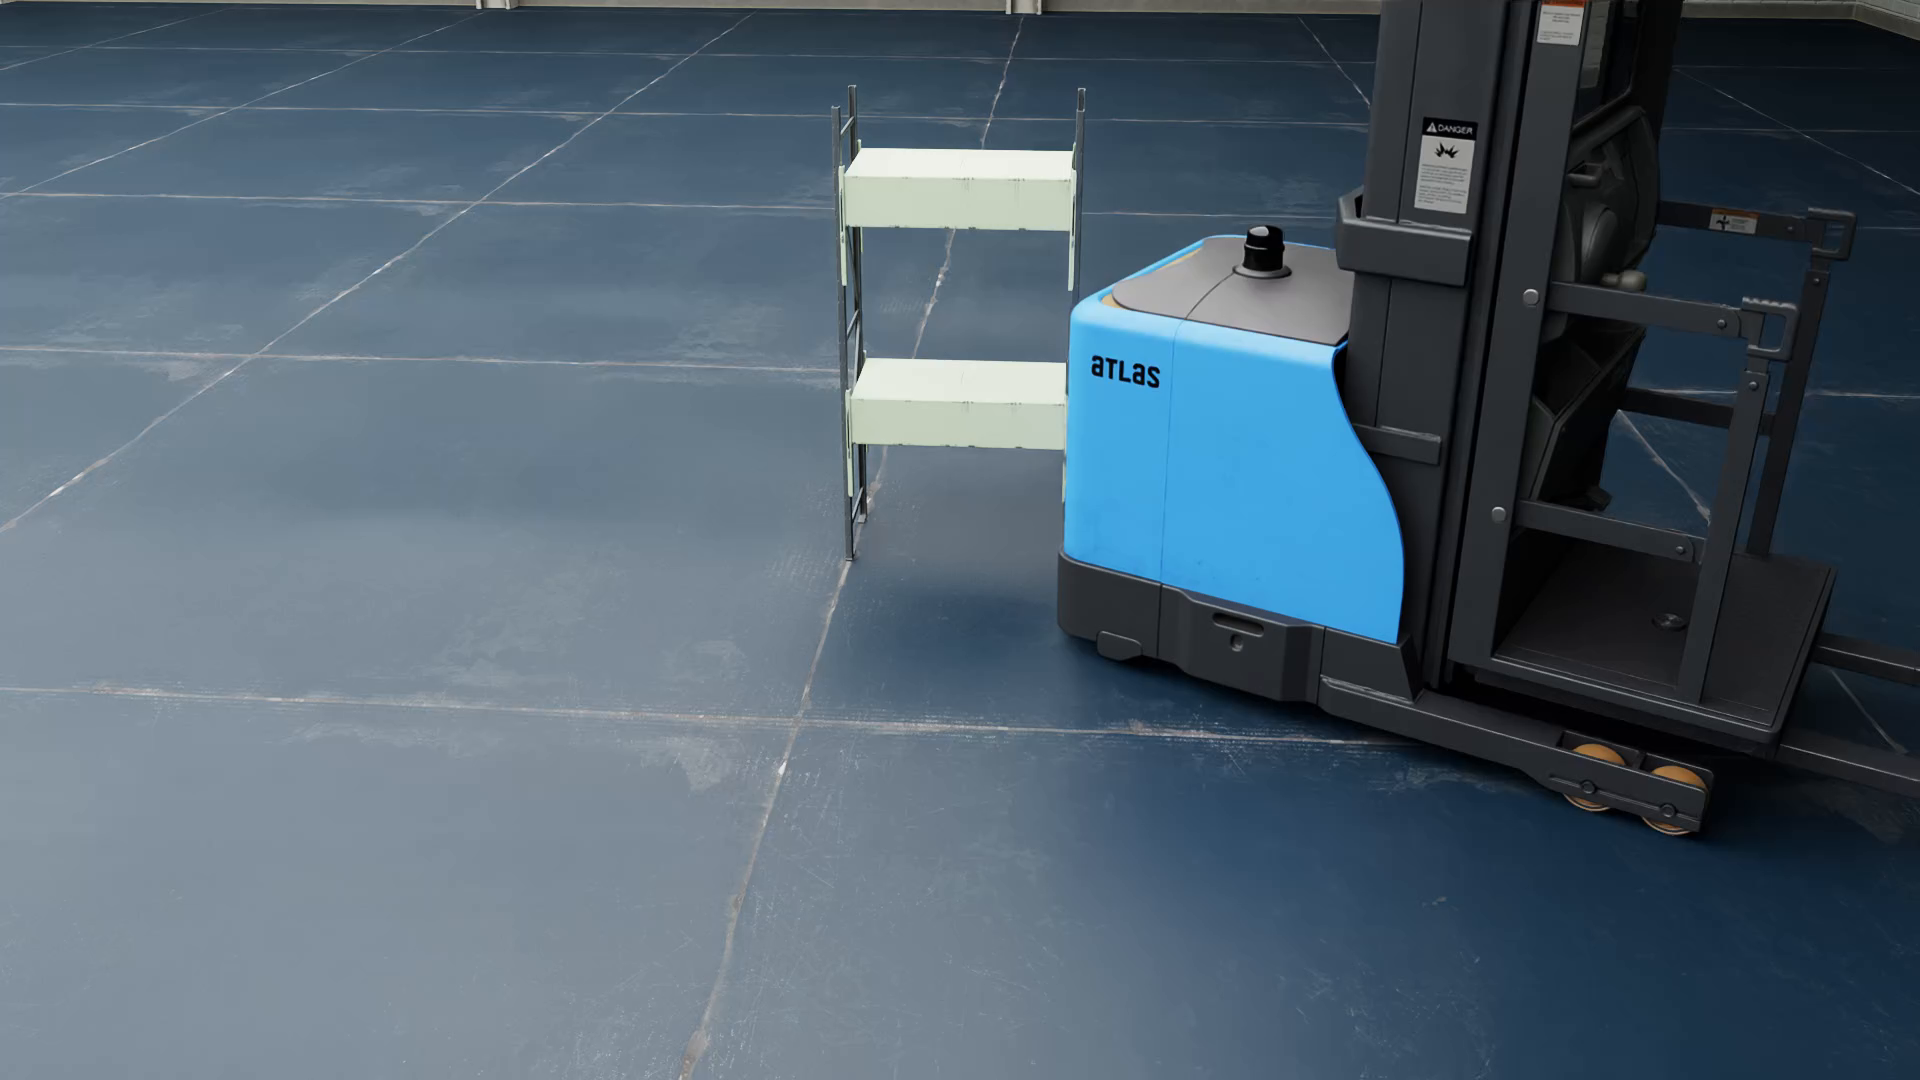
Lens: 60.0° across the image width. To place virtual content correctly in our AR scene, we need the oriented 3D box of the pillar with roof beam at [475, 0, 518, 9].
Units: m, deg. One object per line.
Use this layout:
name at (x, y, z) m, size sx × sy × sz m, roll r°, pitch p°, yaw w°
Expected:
pillar with roof beam at (-5.594, -8.365, 13.163) m, size 0.400 × 9.000 × 9.100 m, roll 2°, pitch 25°, yaw 4°

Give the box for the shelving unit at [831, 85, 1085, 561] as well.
shelving unit at (0.007, -0.681, 5.436) m, size 0.755 × 1.500 × 0.431 m, roll 2°, pitch 25°, yaw 4°

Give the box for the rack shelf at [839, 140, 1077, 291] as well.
rack shelf at (0.007, -1.036, 5.273) m, size 0.720 × 0.370 × 0.431 m, roll 2°, pitch 25°, yaw 4°

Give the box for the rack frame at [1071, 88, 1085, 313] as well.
rack frame at (0.372, -0.669, 5.411) m, size 0.023 × 1.500 × 0.400 m, roll 2°, pitch 25°, yaw 4°

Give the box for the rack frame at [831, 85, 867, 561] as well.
rack frame at (-0.358, -0.693, 5.462) m, size 0.023 × 1.500 × 0.400 m, roll 2°, pitch 25°, yaw 4°

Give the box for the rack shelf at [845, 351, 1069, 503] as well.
rack shelf at (0.007, -0.385, 5.572) m, size 0.720 × 0.370 × 0.431 m, roll 2°, pitch 25°, yaw 4°

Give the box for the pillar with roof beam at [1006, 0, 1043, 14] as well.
pillar with roof beam at (0.388, -8.173, 12.746) m, size 0.400 × 9.000 × 9.100 m, roll 2°, pitch 25°, yaw 4°

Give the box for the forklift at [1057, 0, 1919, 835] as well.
forklift at (1.812, -0.850, 4.090) m, size 3.031 × 2.935 × 1.130 m, roll 15°, pitch 29°, yaw 29°
